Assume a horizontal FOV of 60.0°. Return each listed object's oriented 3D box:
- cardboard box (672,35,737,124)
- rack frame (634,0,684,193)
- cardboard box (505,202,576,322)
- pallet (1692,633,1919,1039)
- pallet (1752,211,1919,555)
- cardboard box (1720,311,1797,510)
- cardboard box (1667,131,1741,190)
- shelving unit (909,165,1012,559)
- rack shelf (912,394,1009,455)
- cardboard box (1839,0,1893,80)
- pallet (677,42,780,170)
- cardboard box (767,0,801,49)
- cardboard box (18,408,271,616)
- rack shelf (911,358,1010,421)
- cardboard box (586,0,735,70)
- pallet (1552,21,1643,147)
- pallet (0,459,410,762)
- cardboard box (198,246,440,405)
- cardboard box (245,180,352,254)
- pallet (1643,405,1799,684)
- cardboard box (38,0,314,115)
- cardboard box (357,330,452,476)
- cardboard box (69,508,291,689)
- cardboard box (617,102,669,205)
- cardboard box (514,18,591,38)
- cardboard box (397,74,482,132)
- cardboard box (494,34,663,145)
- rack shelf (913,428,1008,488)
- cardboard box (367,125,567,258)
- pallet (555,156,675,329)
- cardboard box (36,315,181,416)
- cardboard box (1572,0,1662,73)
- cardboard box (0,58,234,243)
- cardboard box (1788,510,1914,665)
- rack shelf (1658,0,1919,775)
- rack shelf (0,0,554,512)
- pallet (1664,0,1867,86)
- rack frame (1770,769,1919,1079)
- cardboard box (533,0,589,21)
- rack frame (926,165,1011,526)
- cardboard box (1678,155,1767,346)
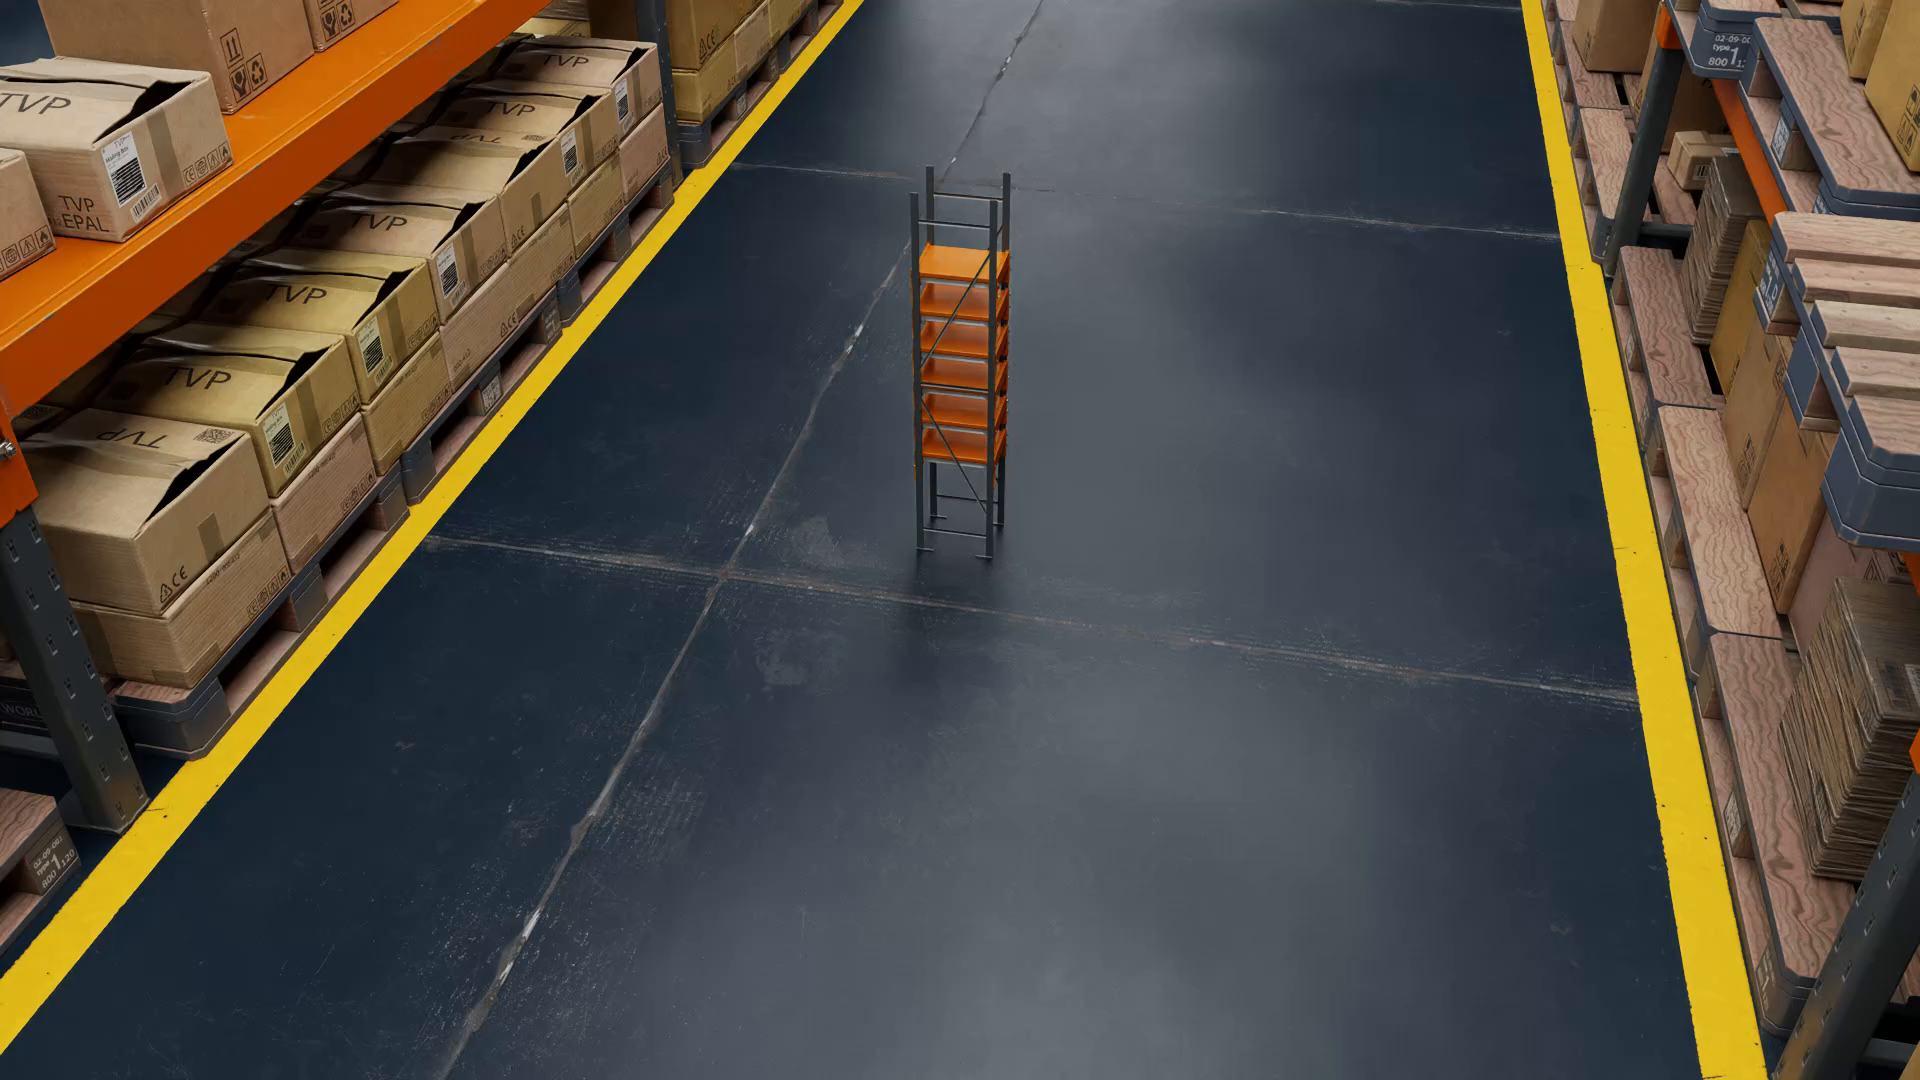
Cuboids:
[{"bbox_3d":[-1.348,-2.139,7.630,0.500,0.250,0.500,7,37,10],"label":"cardboard box"},{"bbox_3d":[-1.743,-2.854,6.632,1.000,3.000,0.127,7,37,10],"label":"rack frame"},{"bbox_3d":[-1.767,-1.054,6.133,0.500,0.250,0.500,8,37,11],"label":"cardboard box"},{"bbox_3d":[2.411,0.739,4.050,1.003,0.211,1.213,7,37,10],"label":"pallet"},{"bbox_3d":[2.291,-0.286,3.252,1.213,0.211,1.003,7,37,10],"label":"pallet"},{"bbox_3d":[2.747,-0.387,4.983,0.700,0.500,0.500,8,37,10],"label":"cardboard box"},{"bbox_3d":[3.182,-1.577,6.909,0.380,0.166,0.250,3,36,4],"label":"cardboard box"},{"bbox_3d":[0.003,-0.494,4.909,0.258,1.200,0.189,7,37,10],"label":"shelving unit"},{"bbox_3d":[0.003,-0.361,5.006,0.258,0.103,0.180,7,37,10],"label":"rack shelf"},{"bbox_3d":[2.719,-1.465,4.256,0.700,0.500,0.500,12,38,16],"label":"cardboard box"},{"bbox_3d":[-1.532,-2.176,8.072,1.003,0.211,1.213,7,37,10],"label":"pallet"},{"bbox_3d":[-1.124,-2.711,8.419,0.500,0.250,0.500,7,37,10],"label":"cardboard box"},{"bbox_3d":[-2.198,-0.108,4.350,0.500,0.311,0.500,9,37,12],"label":"cardboard box"},{"bbox_3d":[0.003,-0.458,4.935,0.258,0.103,0.180,7,37,10],"label":"rack shelf"},{"bbox_3d":[-1.338,-2.441,7.408,0.500,0.500,0.500,7,37,10],"label":"cardboard box"},{"bbox_3d":[3.465,-2.197,8.102,1.003,0.211,1.213,7,37,10],"label":"pallet"},{"bbox_3d":[-2.383,0.101,4.930,1.003,0.211,1.213,7,37,10],"label":"pallet"},{"bbox_3d":[-1.983,-0.702,5.170,0.500,0.311,0.500,6,36,9],"label":"cardboard box"},{"bbox_3d":[-2.402,-1.051,5.651,0.500,0.311,0.500,8,37,11],"label":"cardboard box"},{"bbox_3d":[2.674,0.042,5.012,1.003,0.211,1.213,7,37,10],"label":"pallet"},{"bbox_3d":[-2.255,-1.565,4.768,0.500,0.500,0.500,5,36,7],"label":"cardboard box"},{"bbox_3d":[-1.987,-0.468,5.325,0.500,0.250,0.500,6,36,9],"label":"cardboard box"},{"bbox_3d":[-2.198,0.119,4.515,0.500,0.250,0.500,7,37,10],"label":"cardboard box"},{"bbox_3d":[-1.548,-1.637,6.937,0.500,0.250,0.500,7,37,10],"label":"cardboard box"},{"bbox_3d":[-1.857,-2.204,7.720,0.500,0.250,0.500,7,37,10],"label":"cardboard box"},{"bbox_3d":[-2.186,-1.646,6.472,0.500,0.311,0.500,7,37,9],"label":"cardboard box"},{"bbox_3d":[-1.549,-1.870,6.781,0.500,0.311,0.500,7,37,10],"label":"cardboard box"},{"bbox_3d":[0.003,-0.264,5.076,0.258,0.103,0.180,7,37,10],"label":"rack shelf"},{"bbox_3d":[-1.763,-1.285,5.974,0.500,0.311,0.500,7,37,10],"label":"cardboard box"},{"bbox_3d":[-1.862,-1.298,6.861,1.003,0.211,1.213,7,37,10],"label":"pallet"},{"bbox_3d":[-2.621,-0.475,4.856,0.500,0.311,0.500,7,36,9],"label":"cardboard box"},{"bbox_3d":[3.389,-2.568,7.992,0.700,0.500,0.500,5,36,7],"label":"cardboard box"},{"bbox_3d":[-2.217,-1.013,4.168,0.500,0.311,0.500,7,37,9],"label":"cardboard box"},{"bbox_3d":[2.569,0.192,4.184,0.700,0.500,0.500,7,37,10],"label":"cardboard box"},{"bbox_3d":[2.670,-0.797,4.407,1.077,0.370,4.000,7,37,10],"label":"rack shelf"},{"bbox_3d":[-2.170,-1.416,5.261,1.077,0.370,4.000,7,37,10],"label":"rack shelf"},{"bbox_3d":[2.792,-1.738,5.255,1.003,0.211,1.213,7,37,10],"label":"pallet"},{"bbox_3d":[2.243,0.058,2.614,1.000,3.000,0.127,7,37,10],"label":"rack frame"},{"bbox_3d":[-1.739,-2.793,7.894,0.500,0.500,0.500,7,37,10],"label":"cardboard box"},{"bbox_3d":[0.023,-0.547,4.982,0.240,1.200,0.006,7,37,10],"label":"rack frame"},{"bbox_3d":[2.956,-0.977,5.797,0.700,0.500,0.500,9,37,12],"label":"cardboard box"}]
